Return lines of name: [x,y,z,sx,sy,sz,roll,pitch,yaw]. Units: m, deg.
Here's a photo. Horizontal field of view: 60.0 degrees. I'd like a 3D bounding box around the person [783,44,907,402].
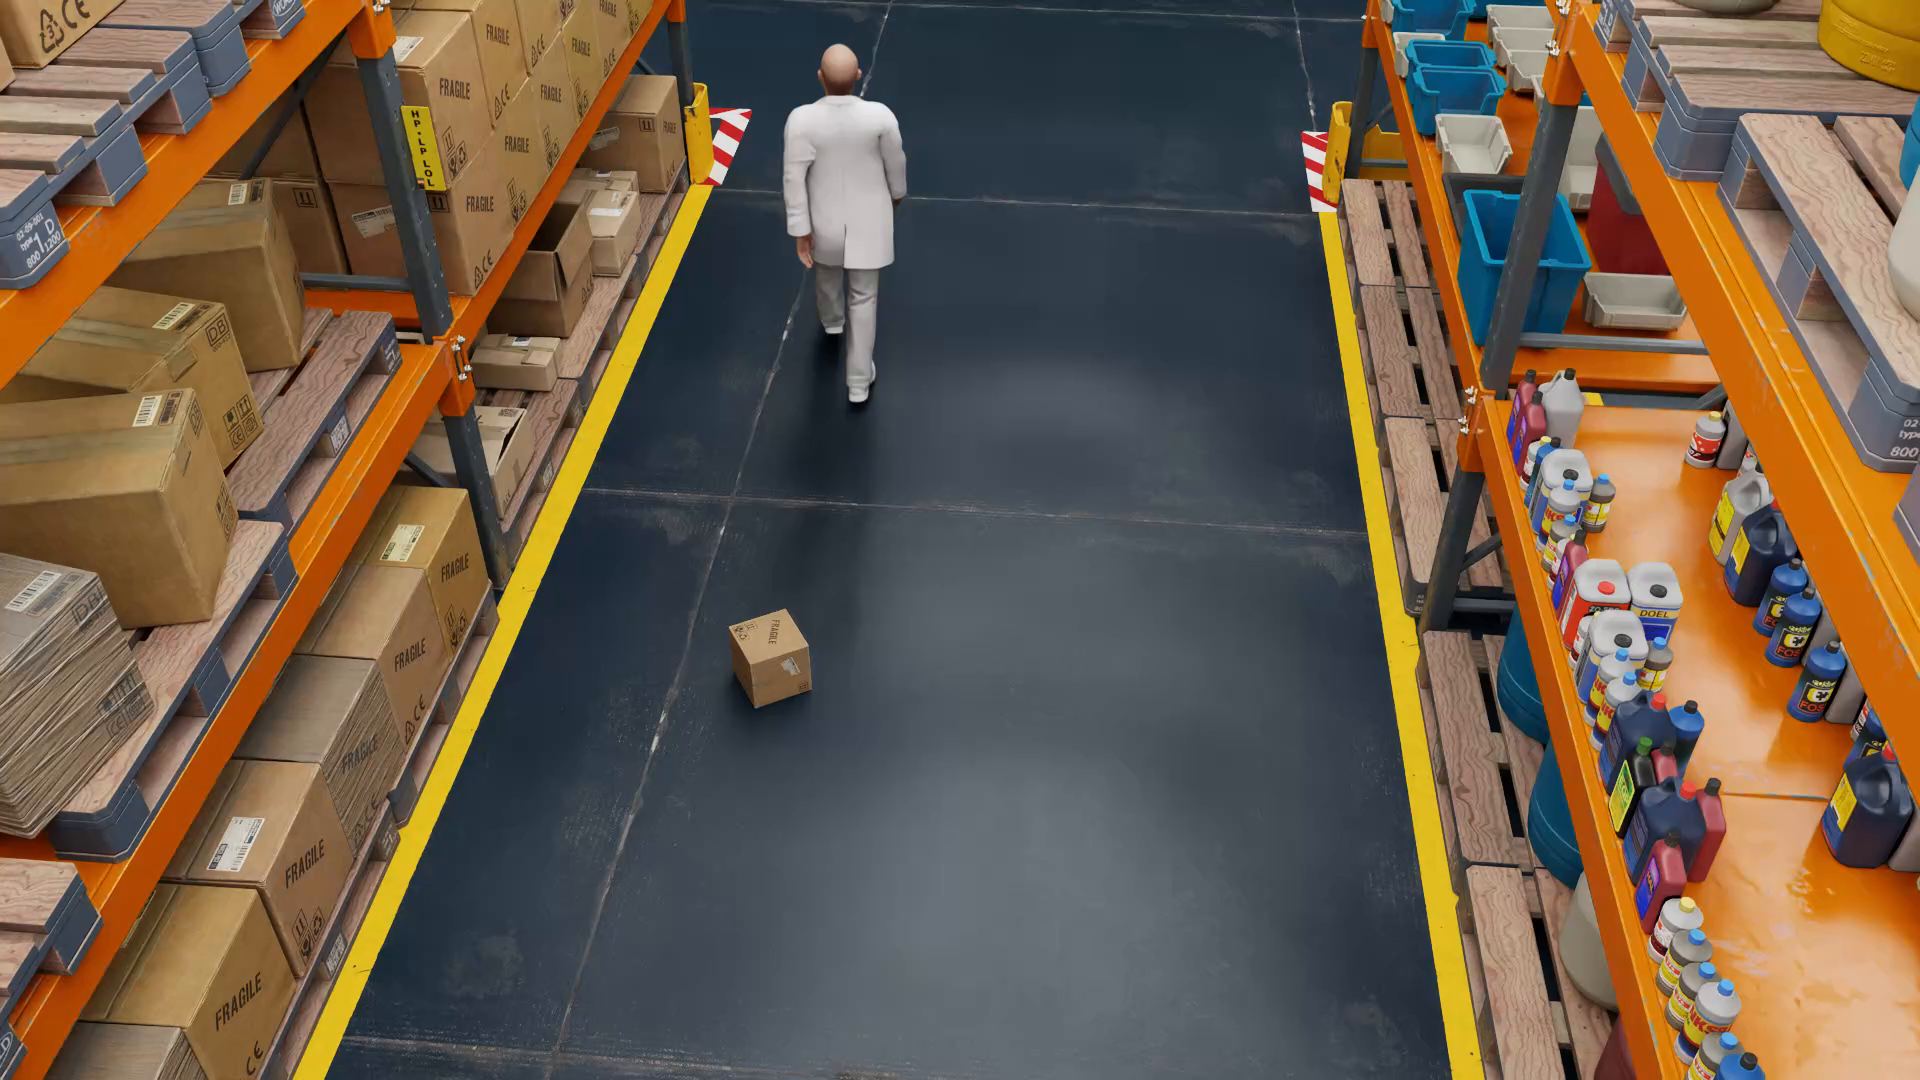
person: [-0.539,-1.638,8.135,0.571,1.753,0.969,1,40,1]
